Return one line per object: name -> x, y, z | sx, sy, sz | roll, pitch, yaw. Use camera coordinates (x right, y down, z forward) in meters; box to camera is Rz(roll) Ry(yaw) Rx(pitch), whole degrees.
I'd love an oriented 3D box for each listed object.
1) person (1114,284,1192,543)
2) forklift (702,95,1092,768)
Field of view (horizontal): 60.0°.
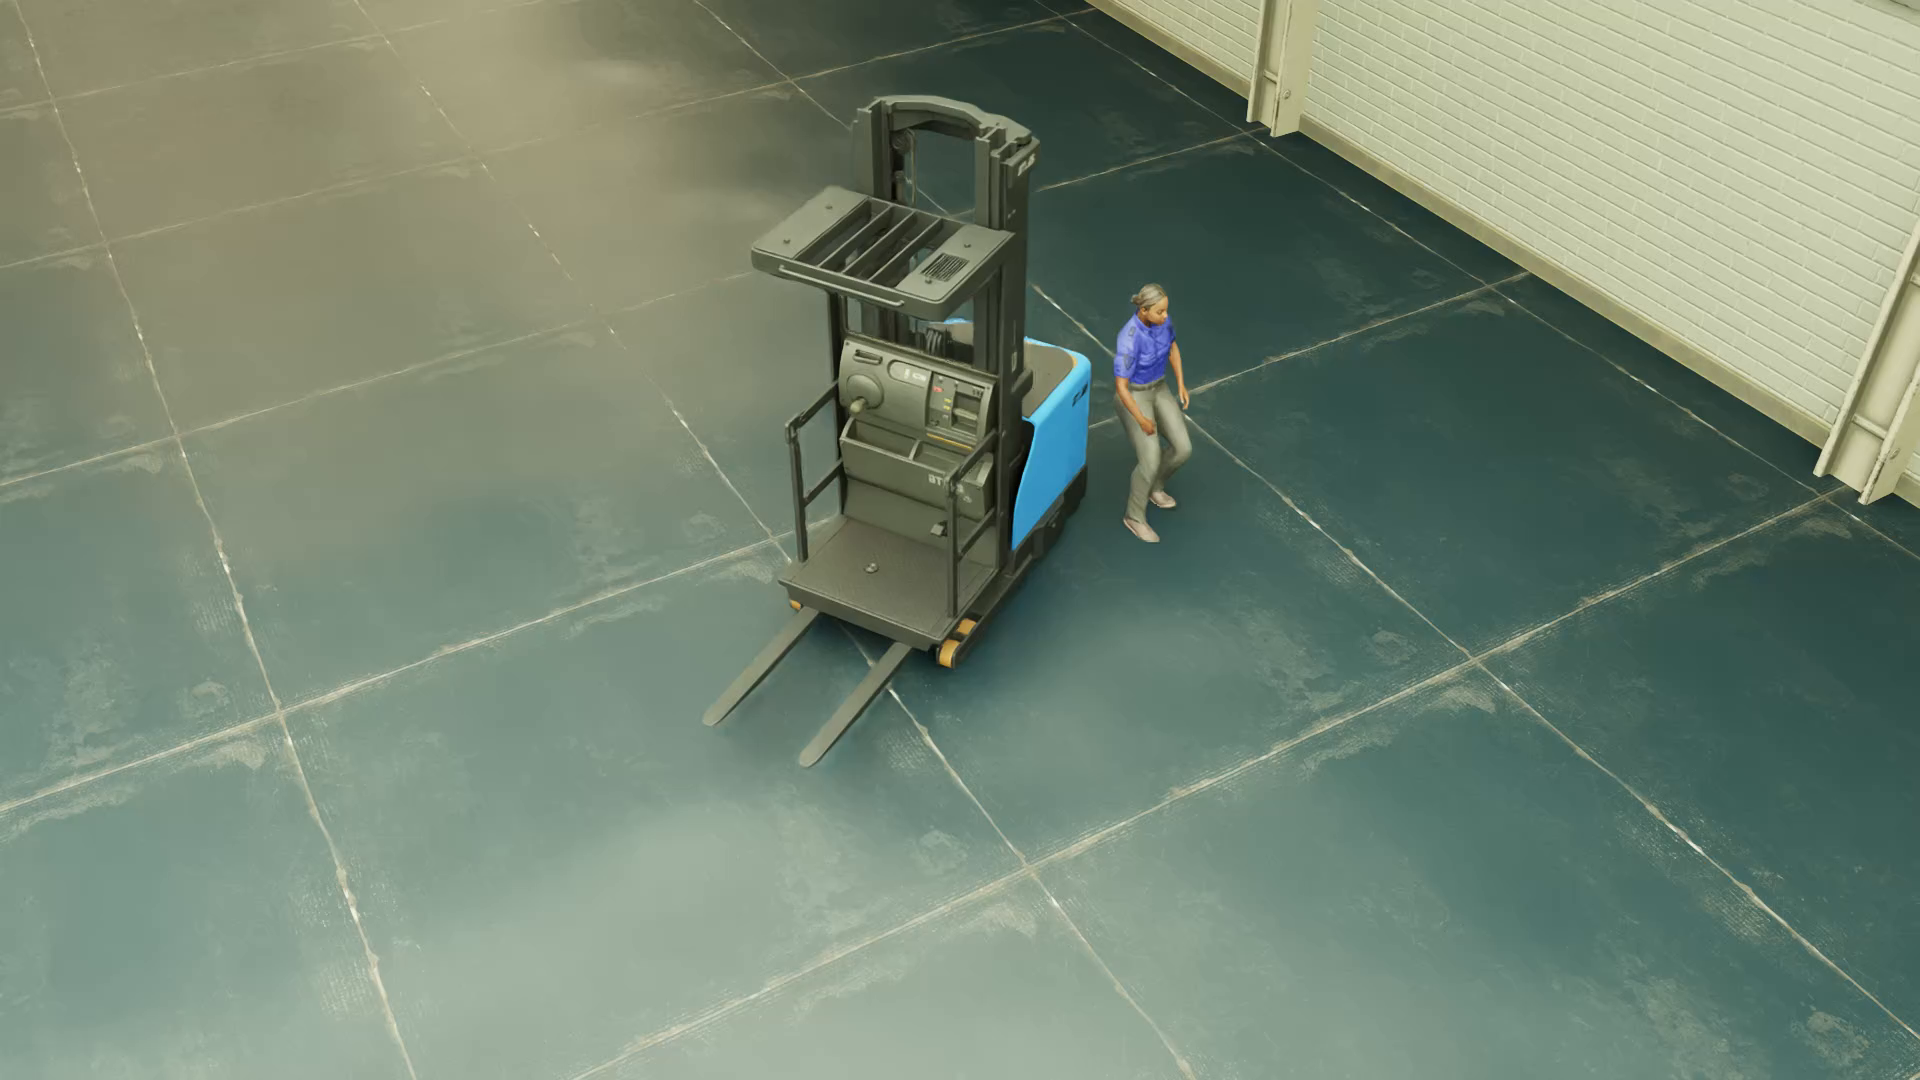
person -> 1.210, -0.808, 10.174 | 0.631, 1.533, 0.681 | 32, 49, 32
forklift -> -0.347, -0.732, 8.919 | 1.130, 2.935, 3.031 | 19, 43, 22
